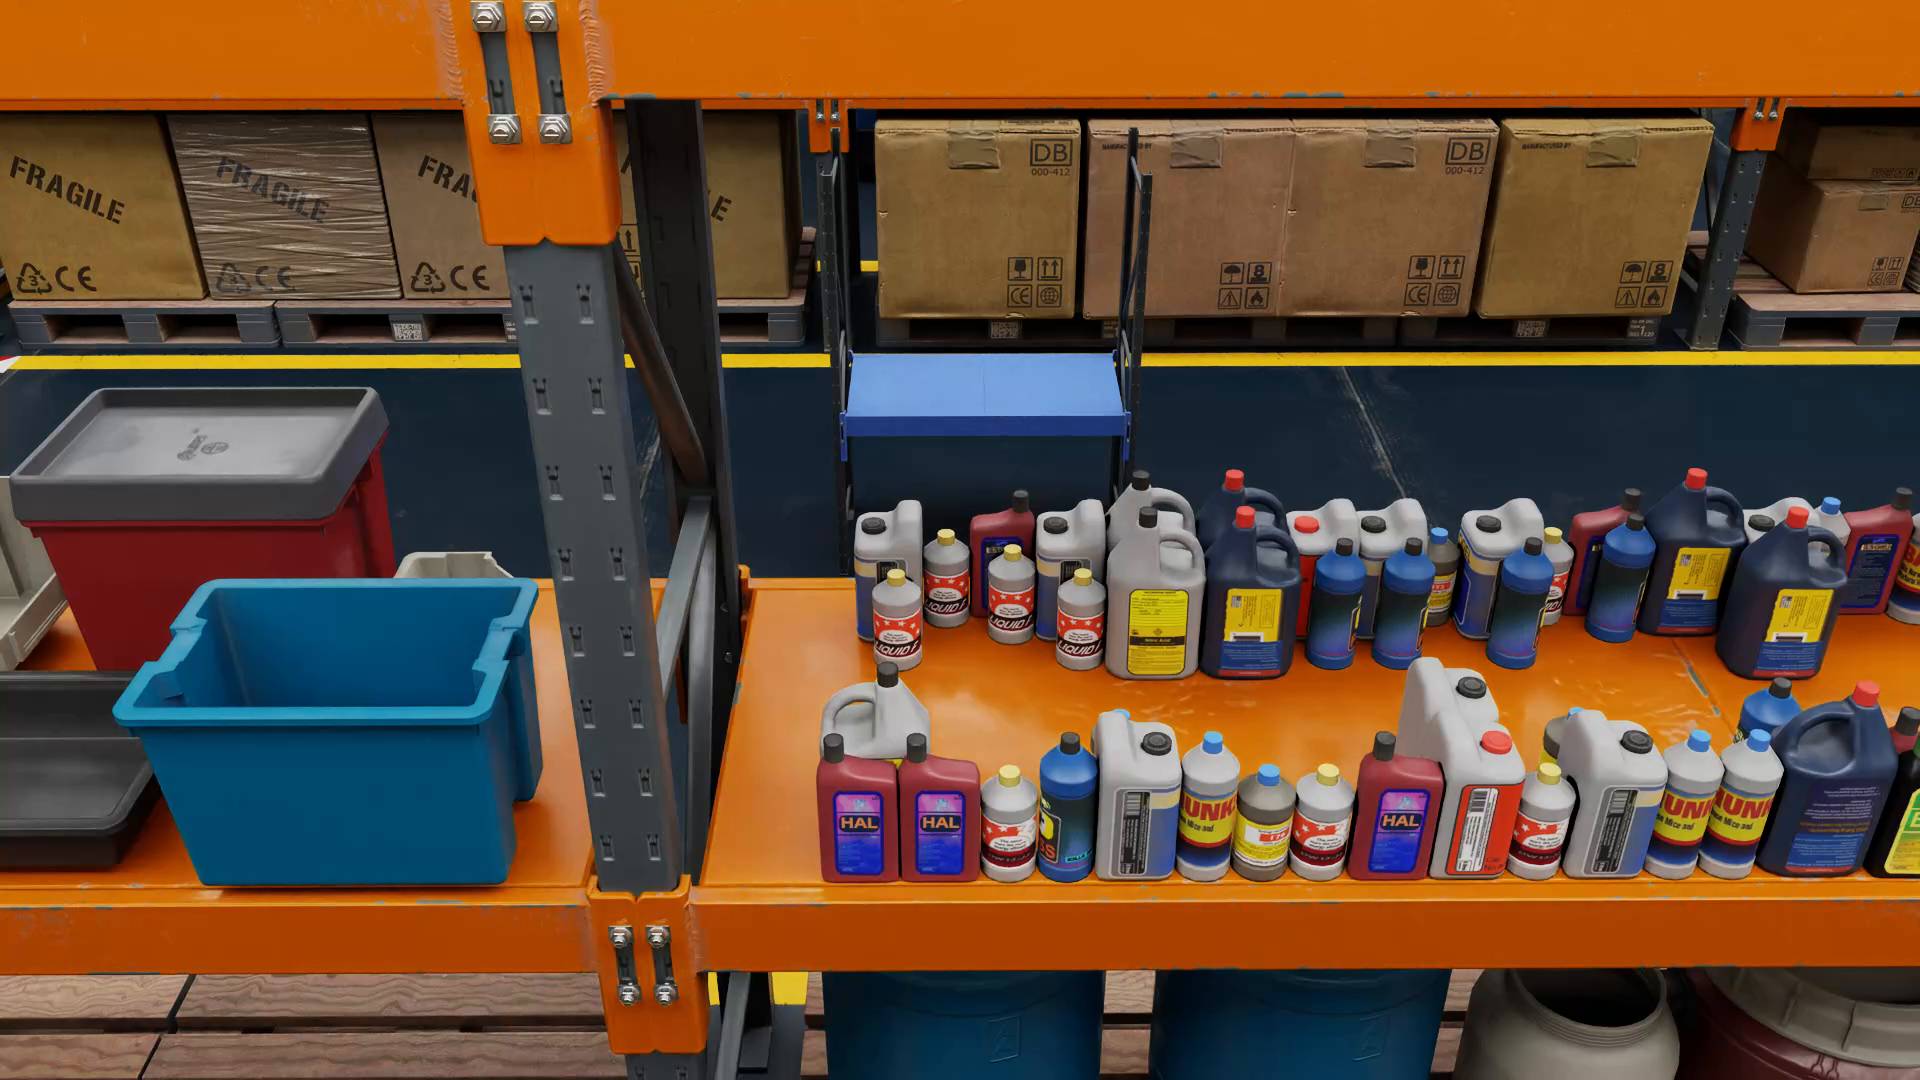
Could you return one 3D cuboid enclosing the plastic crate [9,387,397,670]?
[{"bbox_3d":[-1.431,-0.009,3.254,0.583,0.464,0.402,0,31,0],"label":"plastic crate"}]

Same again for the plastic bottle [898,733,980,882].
[{"bbox_3d":[-0.034,0.441,2.744,0.133,0.283,0.061,0,31,0],"label":"plastic bottle"}]

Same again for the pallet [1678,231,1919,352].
[{"bbox_3d":[4.215,-1.220,8.057,1.213,0.211,1.003,0,31,0],"label":"pallet"}]

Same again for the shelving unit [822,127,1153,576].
[{"bbox_3d":[0.085,-0.641,5.861,1.048,1.500,0.538,0,31,0],"label":"shelving unit"}]

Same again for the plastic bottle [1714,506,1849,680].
[{"bbox_3d":[1.618,0.095,3.250,0.185,0.351,0.144,0,31,0],"label":"plastic bottle"}]

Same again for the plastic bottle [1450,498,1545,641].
[{"bbox_3d":[1.092,0.051,3.393,0.135,0.276,0.152,0,31,0],"label":"plastic bottle"}]

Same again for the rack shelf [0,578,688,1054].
[{"bbox_3d":[-2.536,0.485,3.253,4.000,0.370,1.077,0,31,0],"label":"rack shelf"}]

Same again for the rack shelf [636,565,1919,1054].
[{"bbox_3d":[1.464,0.472,3.273,4.000,0.370,1.077,0,31,0],"label":"rack shelf"}]

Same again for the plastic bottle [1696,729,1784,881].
[{"bbox_3d":[1.300,0.432,2.770,0.097,0.271,0.097,0,31,0],"label":"plastic bottle"}]

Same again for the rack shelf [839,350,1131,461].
[{"bbox_3d":[0.085,-0.488,5.955,1.000,0.185,0.538,0,31,0],"label":"rack shelf"}]

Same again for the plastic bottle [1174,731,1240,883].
[{"bbox_3d":[0.411,0.435,2.765,0.097,0.271,0.097,0,31,0],"label":"plastic bottle"}]

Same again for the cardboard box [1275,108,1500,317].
[{"bbox_3d":[1.852,-1.692,7.790,0.875,0.875,1.225,0,31,0],"label":"cardboard box"}]

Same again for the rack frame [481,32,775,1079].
[{"bbox_3d":[-0.536,0.171,3.076,0.127,3.000,1.000,0,31,0],"label":"rack frame"}]

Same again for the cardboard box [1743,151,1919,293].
[{"bbox_3d":[4.104,-1.542,7.886,0.500,0.500,0.700,-2,31,-3],"label":"cardboard box"}]

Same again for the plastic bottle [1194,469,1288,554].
[{"bbox_3d":[0.566,0.019,3.374,0.185,0.351,0.144,0,31,0],"label":"plastic bottle"}]

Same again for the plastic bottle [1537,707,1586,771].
[{"bbox_3d":[1.067,0.384,2.917,0.097,0.201,0.097,0,31,0],"label":"plastic bottle"}]

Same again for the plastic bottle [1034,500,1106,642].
[{"bbox_3d":[0.221,0.054,3.389,0.135,0.276,0.152,0,31,0],"label":"plastic bottle"}]

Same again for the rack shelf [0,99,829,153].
[{"bbox_3d":[-2.566,-2.084,7.487,4.000,0.370,1.077,0,31,0],"label":"rack shelf"}]

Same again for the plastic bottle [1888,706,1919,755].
[{"bbox_3d":[1.600,0.404,2.805,0.133,0.283,0.061,0,31,0],"label":"plastic bottle"}]

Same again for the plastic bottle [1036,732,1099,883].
[{"bbox_3d":[0.179,0.436,2.764,0.097,0.271,0.097,0,31,0],"label":"plastic bottle"}]

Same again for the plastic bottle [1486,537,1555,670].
[{"bbox_3d":[1.111,0.118,3.288,0.097,0.271,0.097,0,31,0],"label":"plastic bottle"}]

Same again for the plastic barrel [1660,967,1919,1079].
[{"bbox_3d":[1.845,1.024,3.591,0.708,0.588,0.600,0,31,0],"label":"plastic barrel"}]

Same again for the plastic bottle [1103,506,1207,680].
[{"bbox_3d":[0.382,0.094,3.250,0.185,0.351,0.144,0,31,0],"label":"plastic bottle"}]

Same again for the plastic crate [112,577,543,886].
[{"bbox_3d":[-1.001,0.331,2.771,0.575,0.384,0.392,0,31,0],"label":"plastic crate"}]

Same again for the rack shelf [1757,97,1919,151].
[{"bbox_3d":[5.434,-2.109,7.528,4.000,0.370,1.077,0,31,0],"label":"rack shelf"}]

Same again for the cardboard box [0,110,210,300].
[{"bbox_3d":[-3.927,-1.700,7.804,0.875,0.875,0.875,0,31,0],"label":"cardboard box"}]

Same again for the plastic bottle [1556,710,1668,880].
[{"bbox_3d":[1.087,0.417,2.791,0.135,0.276,0.152,0,31,0],"label":"plastic bottle"}]

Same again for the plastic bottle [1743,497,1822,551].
[{"bbox_3d":[1.642,0.050,3.396,0.135,0.276,0.152,0,31,0],"label":"plastic bottle"}]

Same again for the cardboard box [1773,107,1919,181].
[{"bbox_3d":[4.104,-1.868,7.700,0.500,0.250,0.500,1,31,2],"label":"cardboard box"}]

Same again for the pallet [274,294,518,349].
[{"bbox_3d":[-2.550,-1.239,8.088,1.213,0.211,1.003,0,31,0],"label":"pallet"}]

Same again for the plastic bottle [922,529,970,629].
[{"bbox_3d":[-0.028,0.073,3.430,0.097,0.201,0.097,0,31,0],"label":"plastic bottle"}]

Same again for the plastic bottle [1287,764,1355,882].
[{"bbox_3d":[0.606,0.464,2.785,0.097,0.201,0.097,0,31,0],"label":"plastic bottle"}]

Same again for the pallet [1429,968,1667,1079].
[{"bbox_3d":[1.459,1.377,3.777,1.213,0.211,1.003,0,31,0],"label":"pallet"}]

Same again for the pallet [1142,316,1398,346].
[{"bbox_3d":[1.428,-1.253,8.111,1.213,0.211,1.003,0,31,0],"label":"pallet"}]

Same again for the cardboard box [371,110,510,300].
[{"bbox_3d":[-2.127,-1.706,7.813,0.875,0.875,0.875,0,31,0],"label":"cardboard box"}]

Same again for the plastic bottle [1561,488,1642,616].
[{"bbox_3d":[1.323,0.024,3.431,0.133,0.283,0.061,0,31,0],"label":"plastic bottle"}]

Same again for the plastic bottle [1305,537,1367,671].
[{"bbox_3d":[0.745,0.119,3.286,0.097,0.271,0.097,0,31,0],"label":"plastic bottle"}]

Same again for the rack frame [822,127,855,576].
[{"bbox_3d":[-0.423,-0.640,5.859,0.032,1.500,0.500,0,31,0],"label":"rack frame"}]

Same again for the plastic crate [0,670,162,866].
[{"bbox_3d":[-1.654,0.406,2.897,0.590,0.125,0.437,0,31,0],"label":"plastic crate"}]

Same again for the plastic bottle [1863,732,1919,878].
[{"bbox_3d":[1.601,0.436,2.753,0.133,0.283,0.061,0,31,0],"label":"plastic bottle"}]

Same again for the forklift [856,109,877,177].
[{"bbox_3d":[0.819,-3.613,9.379,3.031,2.935,1.130,0,31,-1],"label":"forklift"}]

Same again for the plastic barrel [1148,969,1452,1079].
[{"bbox_3d":[0.716,0.894,3.504,0.708,0.901,0.600,0,31,0],"label":"plastic barrel"}]

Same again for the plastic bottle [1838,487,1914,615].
[{"bbox_3d":[1.873,0.022,3.434,0.133,0.283,0.061,0,31,0],"label":"plastic bottle"}]

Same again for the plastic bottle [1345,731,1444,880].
[{"bbox_3d":[0.721,0.438,2.748,0.133,0.283,0.061,0,31,0],"label":"plastic bottle"}]

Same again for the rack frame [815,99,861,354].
[{"bbox_3d":[-0.566,-2.398,7.311,0.127,3.000,1.000,0,31,0],"label":"rack frame"}]

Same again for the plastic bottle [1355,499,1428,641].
[{"bbox_3d":[0.860,0.052,3.392,0.135,0.276,0.152,0,31,0],"label":"plastic bottle"}]

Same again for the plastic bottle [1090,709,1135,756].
[{"bbox_3d":[0.275,0.386,2.913,0.097,0.201,0.097,0,31,0],"label":"plastic bottle"}]

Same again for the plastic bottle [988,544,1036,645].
[{"bbox_3d":[0.105,0.104,3.379,0.097,0.201,0.097,0,31,0],"label":"plastic bottle"}]

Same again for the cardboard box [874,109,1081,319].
[{"bbox_3d":[0.074,-1.682,7.773,0.875,0.875,1.225,0,31,0],"label":"cardboard box"}]

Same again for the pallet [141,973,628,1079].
[{"bbox_3d":[-1.271,1.386,3.763,1.213,0.211,1.003,0,31,0],"label":"pallet"}]
